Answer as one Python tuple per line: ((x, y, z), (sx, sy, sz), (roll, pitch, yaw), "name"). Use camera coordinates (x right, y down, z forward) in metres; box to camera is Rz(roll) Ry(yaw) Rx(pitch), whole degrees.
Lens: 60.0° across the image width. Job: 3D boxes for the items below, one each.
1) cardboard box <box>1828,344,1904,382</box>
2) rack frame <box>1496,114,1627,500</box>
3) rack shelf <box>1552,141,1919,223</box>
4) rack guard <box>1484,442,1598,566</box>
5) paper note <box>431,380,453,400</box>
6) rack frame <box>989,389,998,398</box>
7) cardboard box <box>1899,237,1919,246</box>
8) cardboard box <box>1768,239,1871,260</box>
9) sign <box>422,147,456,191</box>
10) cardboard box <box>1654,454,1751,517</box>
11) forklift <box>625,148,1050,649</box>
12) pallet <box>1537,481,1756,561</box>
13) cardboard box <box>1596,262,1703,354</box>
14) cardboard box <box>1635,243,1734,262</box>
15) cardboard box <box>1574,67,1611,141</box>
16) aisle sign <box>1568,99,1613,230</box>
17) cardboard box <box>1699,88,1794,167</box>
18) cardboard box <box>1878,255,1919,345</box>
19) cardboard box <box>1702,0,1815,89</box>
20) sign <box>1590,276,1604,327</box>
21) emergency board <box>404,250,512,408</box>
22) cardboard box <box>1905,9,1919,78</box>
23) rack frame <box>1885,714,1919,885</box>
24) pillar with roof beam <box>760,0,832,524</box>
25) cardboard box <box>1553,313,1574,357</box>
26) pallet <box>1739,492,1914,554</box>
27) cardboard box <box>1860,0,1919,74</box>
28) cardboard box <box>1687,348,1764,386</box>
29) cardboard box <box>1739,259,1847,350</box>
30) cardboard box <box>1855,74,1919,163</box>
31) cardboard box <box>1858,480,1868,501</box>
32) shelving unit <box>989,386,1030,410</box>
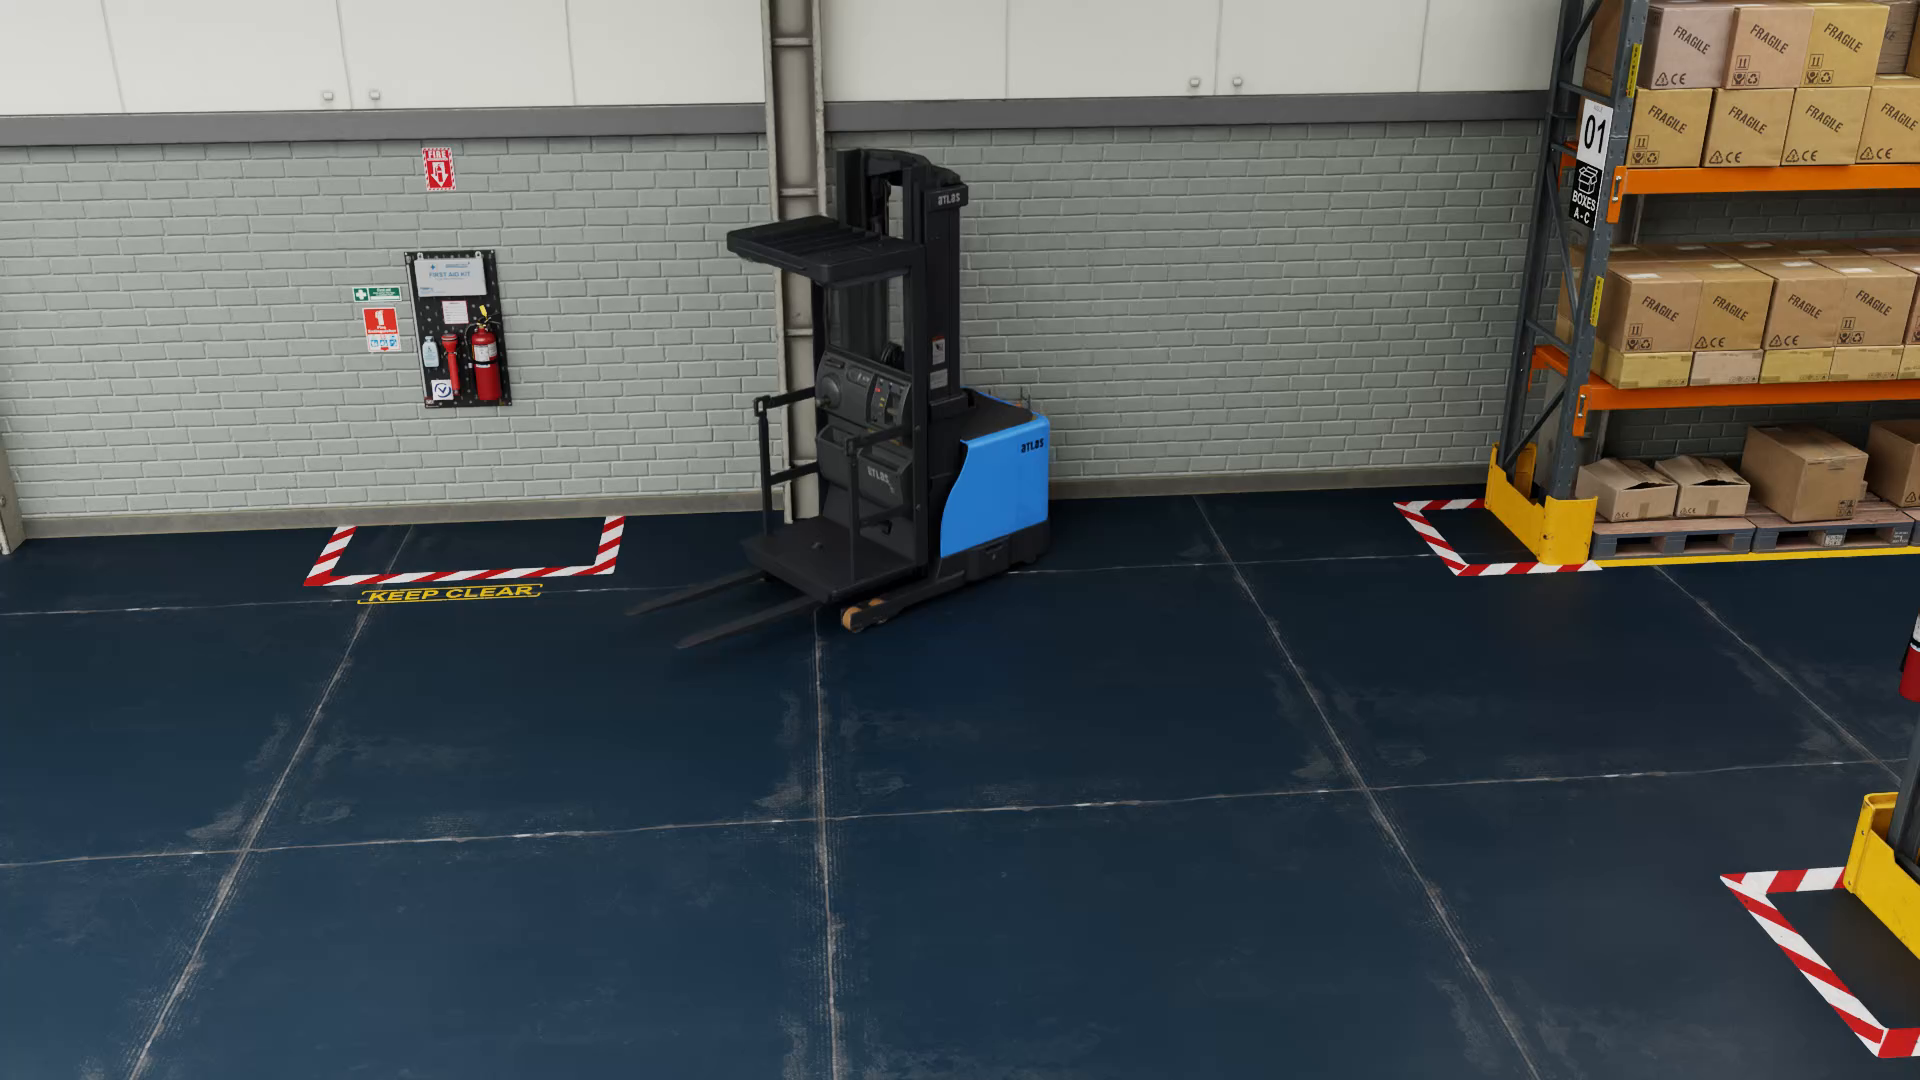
((6.259, -1.321, 11.750), (0.500, 0.250, 0.500), (-2, 24, -5), "cardboard box")
((4.216, -1.426, 11.825), (0.127, 3.000, 1.000), (-2, 24, -5), "rack frame")
((6.206, -2.548, 11.541), (4.000, 0.370, 1.077), (-2, 24, -5), "rack shelf")
((4.291, -0.287, 12.339), (0.348, 0.500, 1.175), (-2, 24, -5), "rack guard")
((-3.790, -1.099, 12.174), (0.142, 0.148, 0.016), (-2, 24, -5), "paper note")
((0.244, -0.593, 12.352), (0.008, 1.050, 0.200), (-7, 25, -16), "rack frame")
((7.193, -1.915, 12.163), (0.500, 0.500, 0.500), (-2, 24, -5), "cardboard box")
((6.181, -1.872, 12.066), (0.500, 0.500, 0.500), (-2, 24, -4), "cardboard box")
((-3.624, -2.580, 11.567), (0.199, 0.298, 0.001), (-2, 24, -5), "sign")
((5.481, -0.412, 12.313), (0.500, 0.311, 0.500), (0, 24, -1), "cardboard box")
((-0.802, -0.971, 10.886), (3.031, 2.935, 1.130), (-19, 30, -37), "forklift")
((5.103, -0.173, 12.439), (1.213, 0.211, 1.003), (-2, 24, -5), "pallet")
((4.720, -1.607, 11.468), (0.500, 0.500, 0.500), (-2, 24, -5), "cardboard box")
((5.166, -1.830, 11.971), (0.500, 0.500, 0.500), (-2, 24, -4), "cardboard box")
((4.606, -2.970, 11.459), (0.500, 0.500, 0.500), (-1, 24, -1), "cardboard box")
((4.174, -2.490, 11.018), (0.004, 0.787, 0.394), (-2, 24, -5), "aisle sign")
((5.111, -2.771, 11.010), (0.500, 0.500, 0.500), (-1, 24, -2), "cardboard box")
((6.758, -1.687, 11.649), (0.500, 0.500, 0.500), (-3, 24, -7), "cardboard box")
((5.127, -3.225, 10.801), (0.500, 0.500, 0.500), (-3, 24, -6), "cardboard box")
((4.269, -1.602, 11.156), (0.005, 0.325, 0.100), (-2, 24, -5), "sign")
((-3.607, -1.481, 11.948), (0.643, 1.169, 0.194), (-2, 24, -5), "emergency board")
((6.661, -3.287, 10.941), (0.500, 0.500, 0.500), (-3, 24, -7), "cardboard box")
((4.706, 0.576, 7.320), (0.127, 3.000, 1.000), (-2, 24, -5), "rack frame")
((-0.720, -2.565, 7.002), (0.400, 9.000, 9.100), (-2, 24, -5), "pillar with roof beam")
((4.662, -1.463, 12.070), (0.500, 0.250, 0.500), (-2, 24, -4), "cardboard box")
((6.315, -0.220, 12.546), (1.213, 0.211, 1.003), (-2, 24, -5), "pallet")
((6.155, -3.485, 11.386), (0.500, 0.500, 0.500), (-2, 24, -5), "cardboard box")
((5.248, -1.284, 11.666), (0.500, 0.250, 0.500), (-3, 24, -7), "cardboard box")
((5.728, -1.640, 11.544), (0.500, 0.500, 0.500), (-3, 24, -7), "cardboard box")
((6.159, -2.823, 11.127), (0.500, 0.500, 0.500), (-1, 24, -2), "cardboard box")
((6.603, -0.428, 12.548), (0.250, 0.149, 0.380), (-4, 24, -9), "cardboard box")
((0.361, -0.608, 12.385), (0.252, 1.050, 0.215), (-7, 25, -16), "shelving unit")
